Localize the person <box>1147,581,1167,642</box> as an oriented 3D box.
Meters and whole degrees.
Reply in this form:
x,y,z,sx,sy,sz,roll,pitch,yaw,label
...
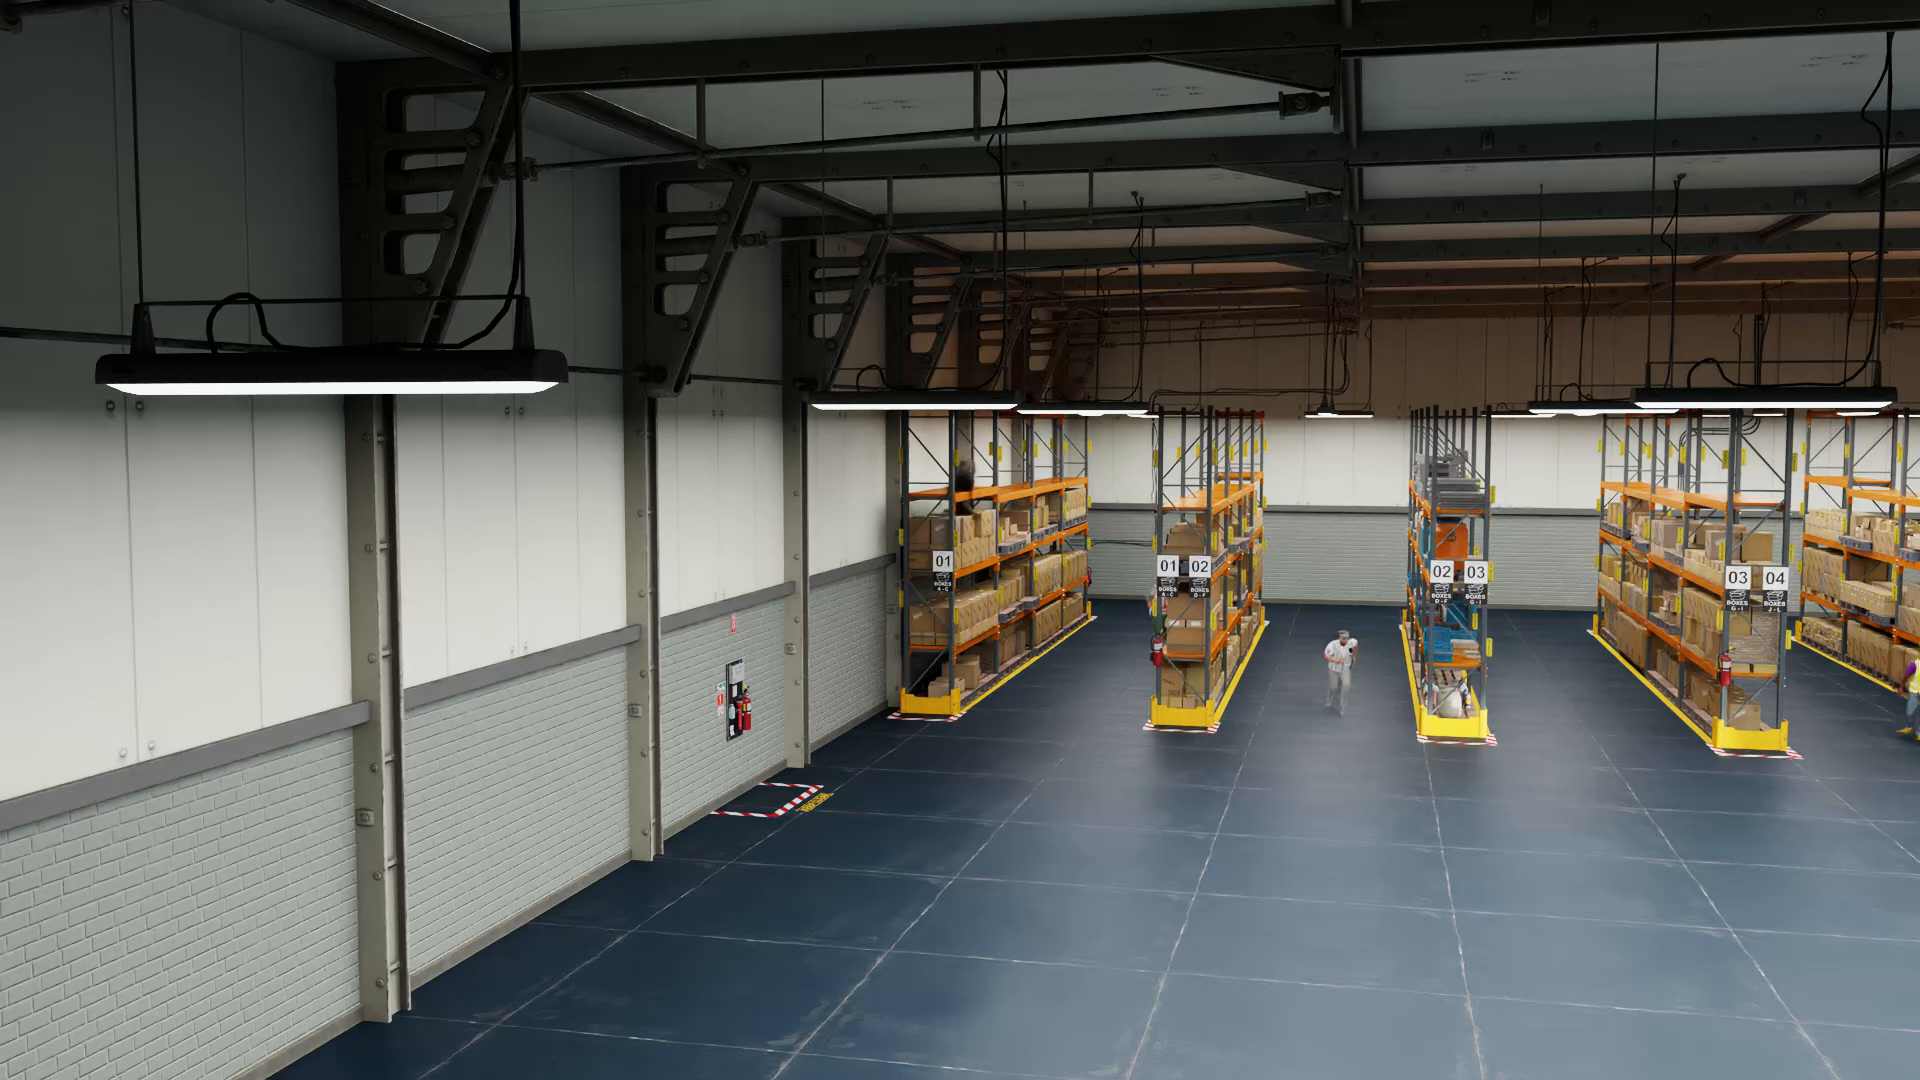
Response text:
x,y,z,sx,sy,sz,roll,pitch,yaw,label
5.032,1.857,41.898,0.653,1.728,0.633,1,4,15,person

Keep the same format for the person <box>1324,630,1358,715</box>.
x,y,z,sx,sy,sz,roll,pitch,yaw,label
7.449,2.585,32.695,0.711,1.720,1.016,0,4,-6,person

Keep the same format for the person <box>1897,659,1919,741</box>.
x,y,z,sx,sy,sz,roll,pitch,yaw,label
17.138,2.737,29.615,0.755,1.708,0.632,2,4,23,person
